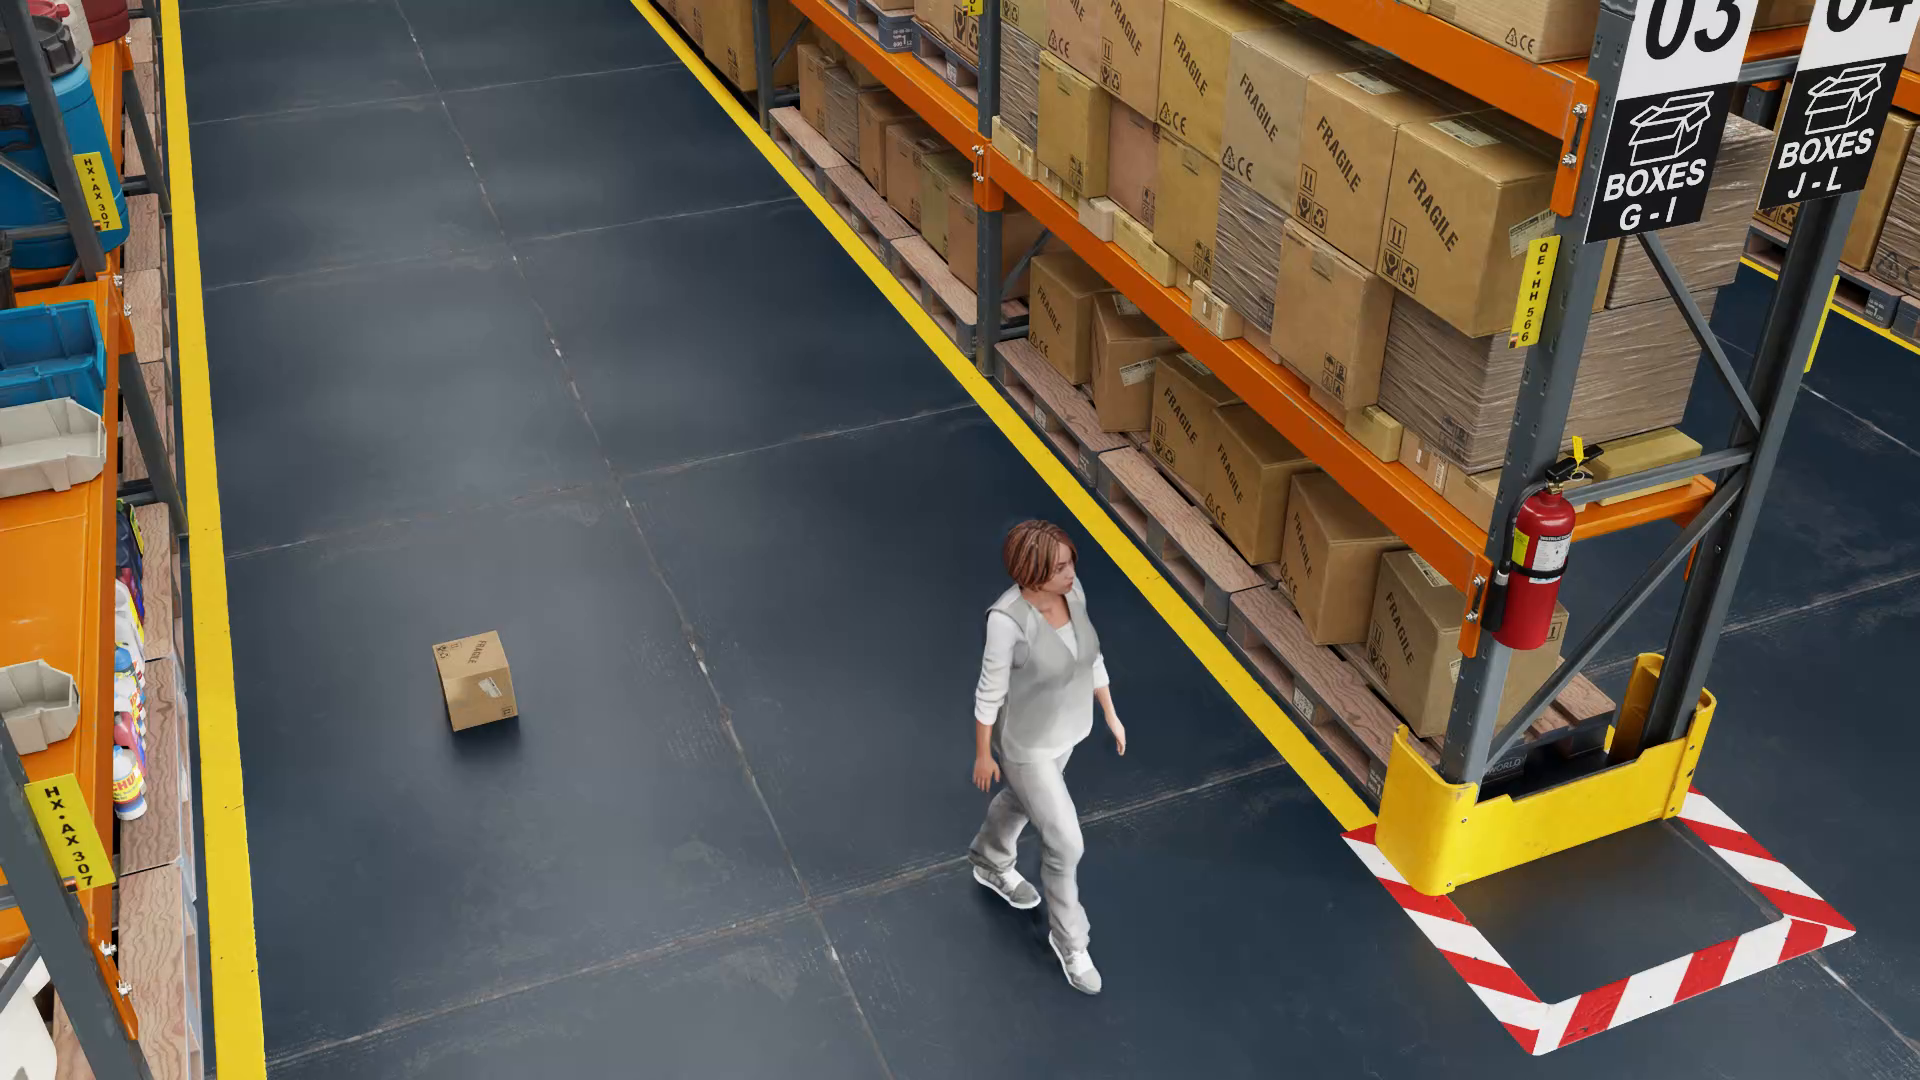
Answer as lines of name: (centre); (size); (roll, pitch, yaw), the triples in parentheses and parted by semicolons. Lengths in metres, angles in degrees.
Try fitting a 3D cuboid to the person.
person: (0.284, 0.642, 5.206); (0.643, 1.636, 0.454); (24, 41, 31)
